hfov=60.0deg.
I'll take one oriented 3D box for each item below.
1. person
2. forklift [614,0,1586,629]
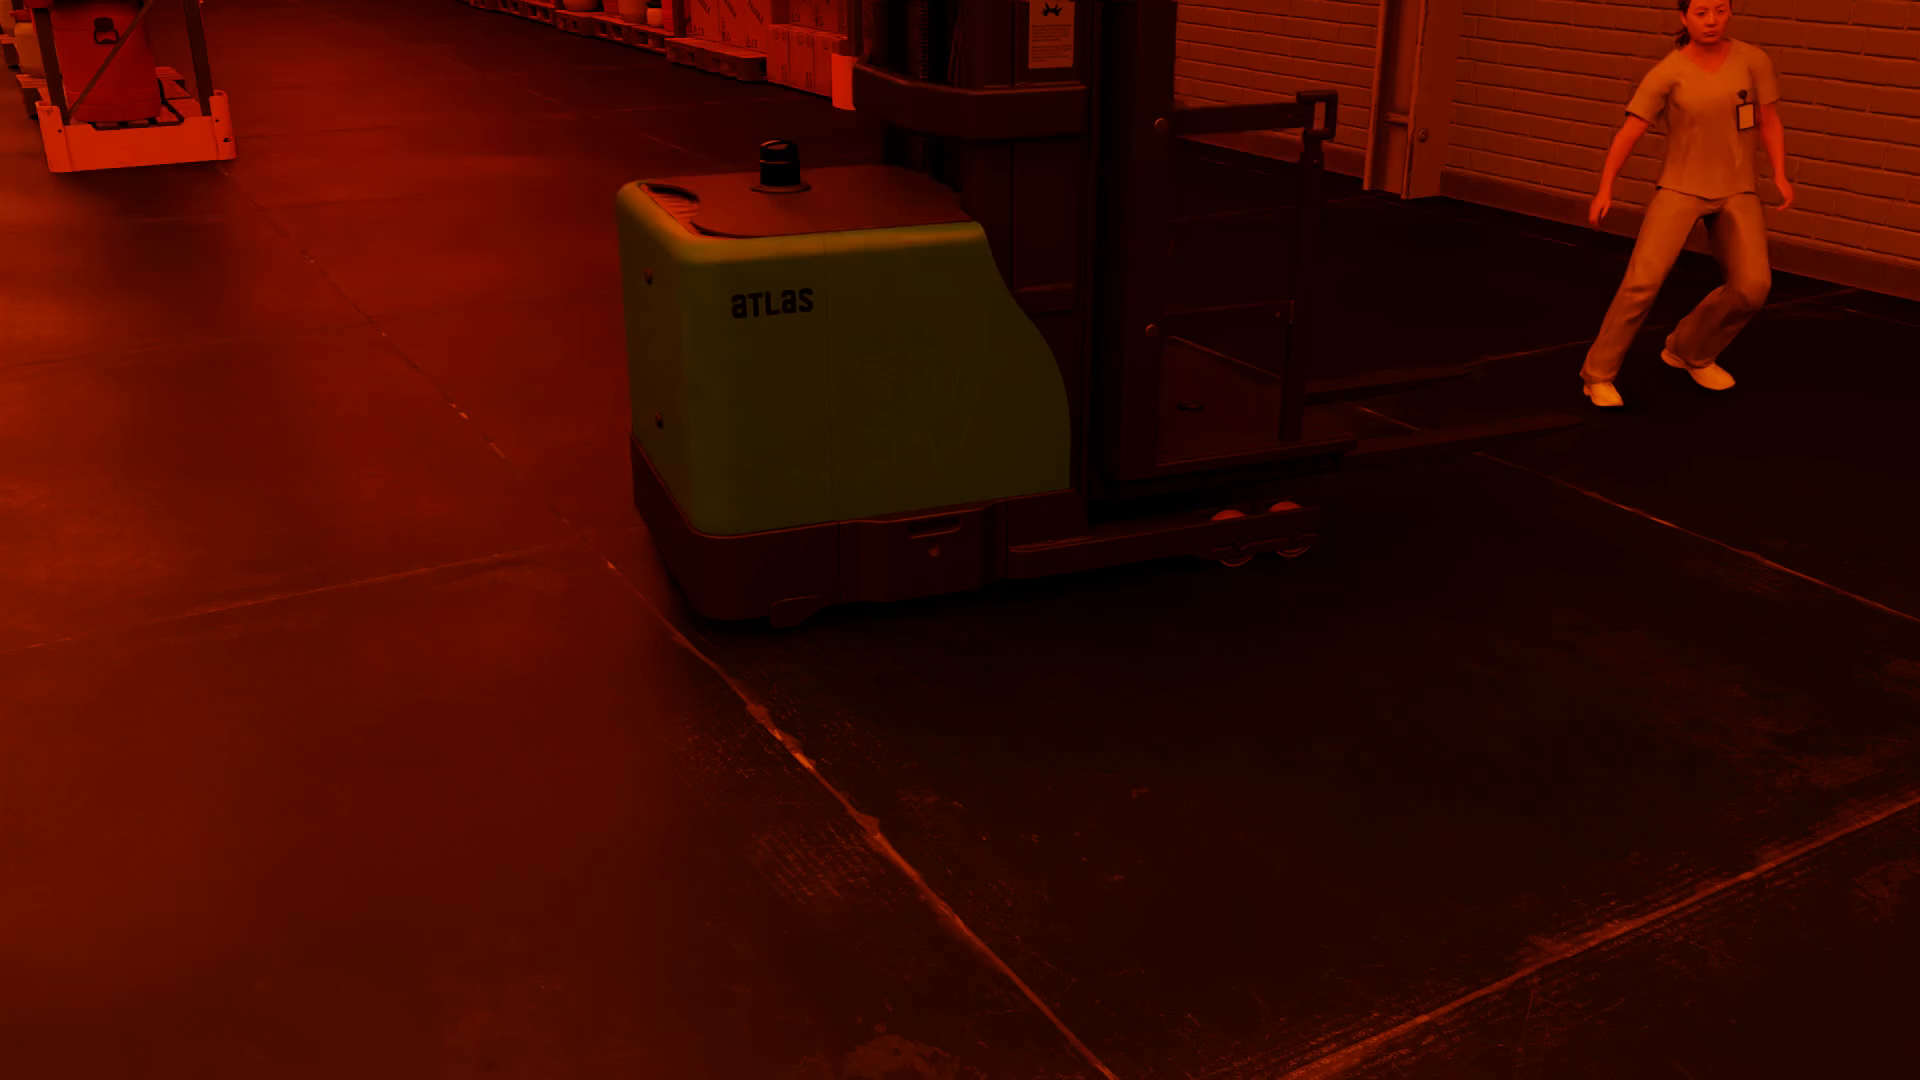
[{"bbox_3d":[2.706,-1.291,6.210,0.717,1.573,0.522,3,23,8],"label":"person"},{"bbox_3d":[0.546,-1.455,4.819,3.031,2.935,1.130,-8,24,-20],"label":"forklift"}]
